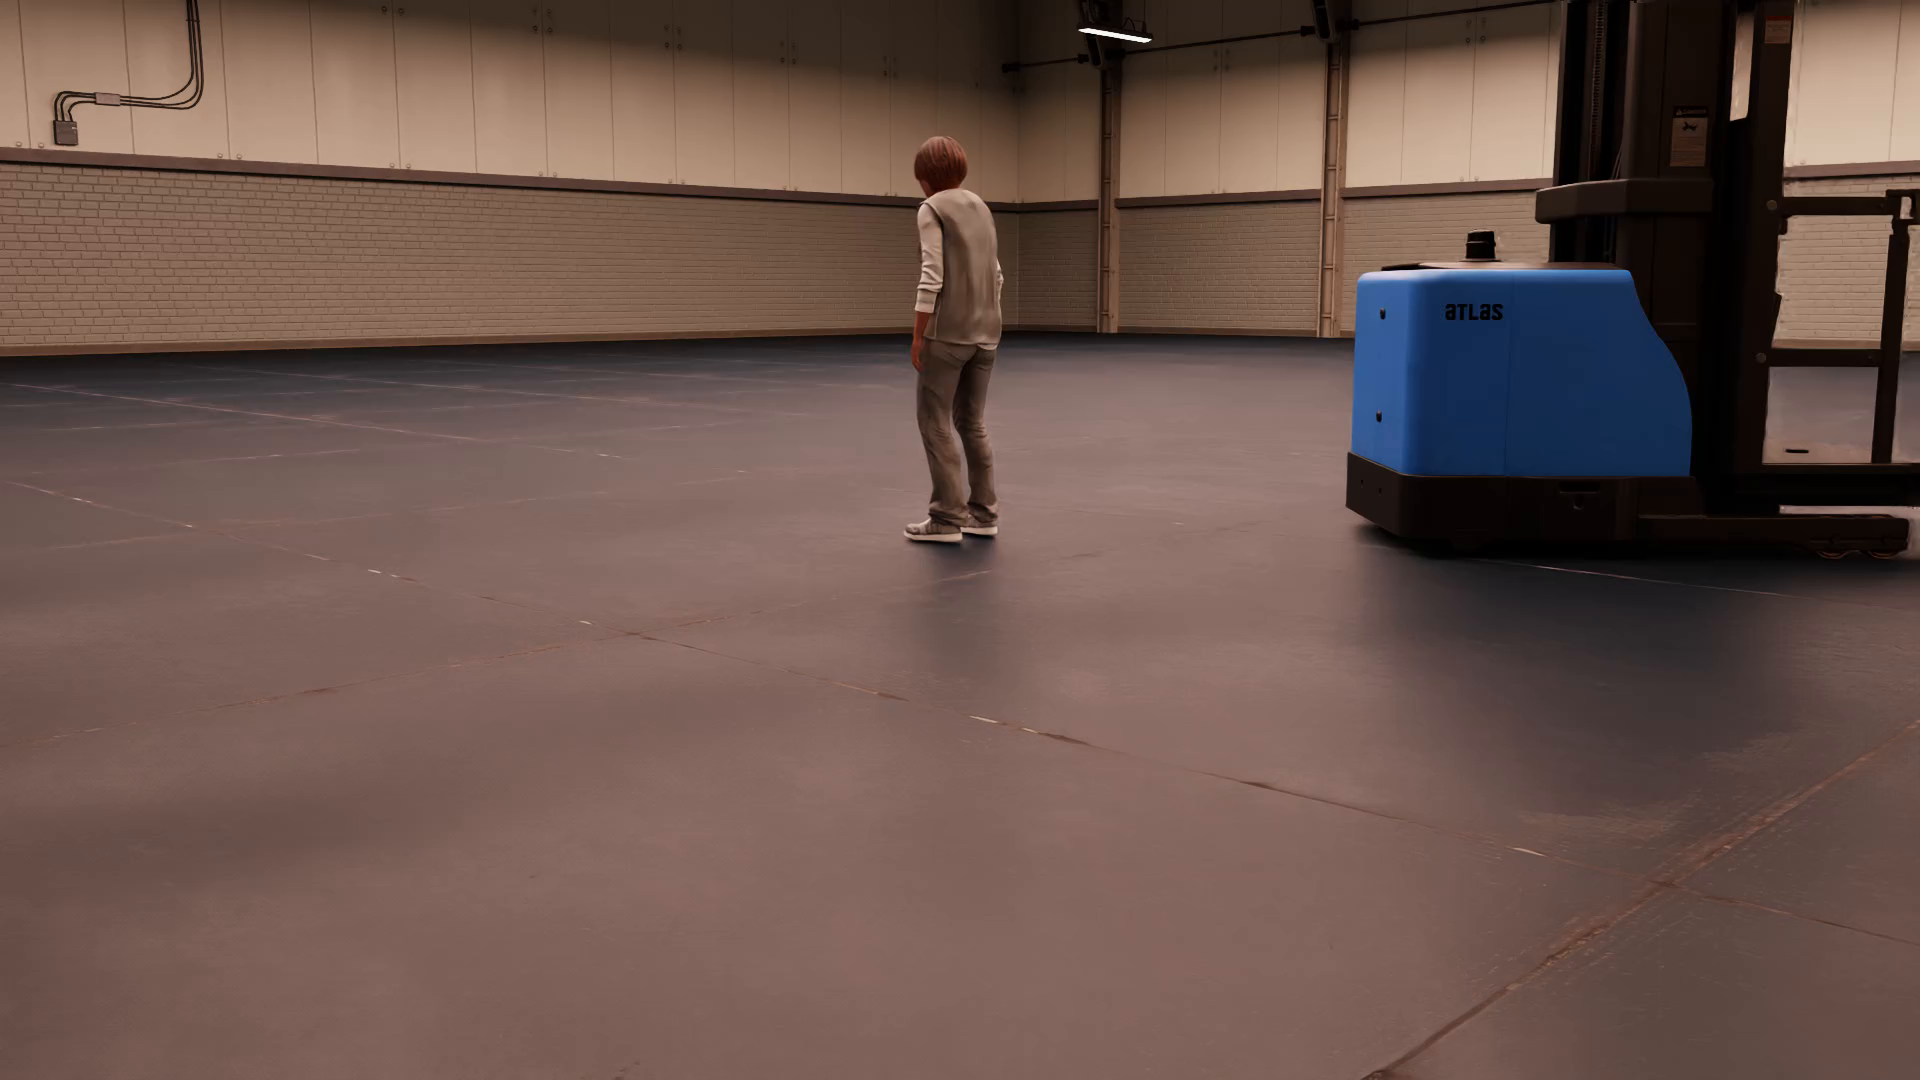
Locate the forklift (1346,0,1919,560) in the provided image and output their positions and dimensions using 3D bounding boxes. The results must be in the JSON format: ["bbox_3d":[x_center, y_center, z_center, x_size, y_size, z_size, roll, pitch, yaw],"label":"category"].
[{"bbox_3d":[3.179,-1.455,6.538,3.031,2.935,1.130,0,9,0],"label":"forklift"}]

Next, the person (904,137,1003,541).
[{"bbox_3d":[-0.019,-0.783,6.610,0.344,1.581,0.467,8,11,41],"label":"person"}]
